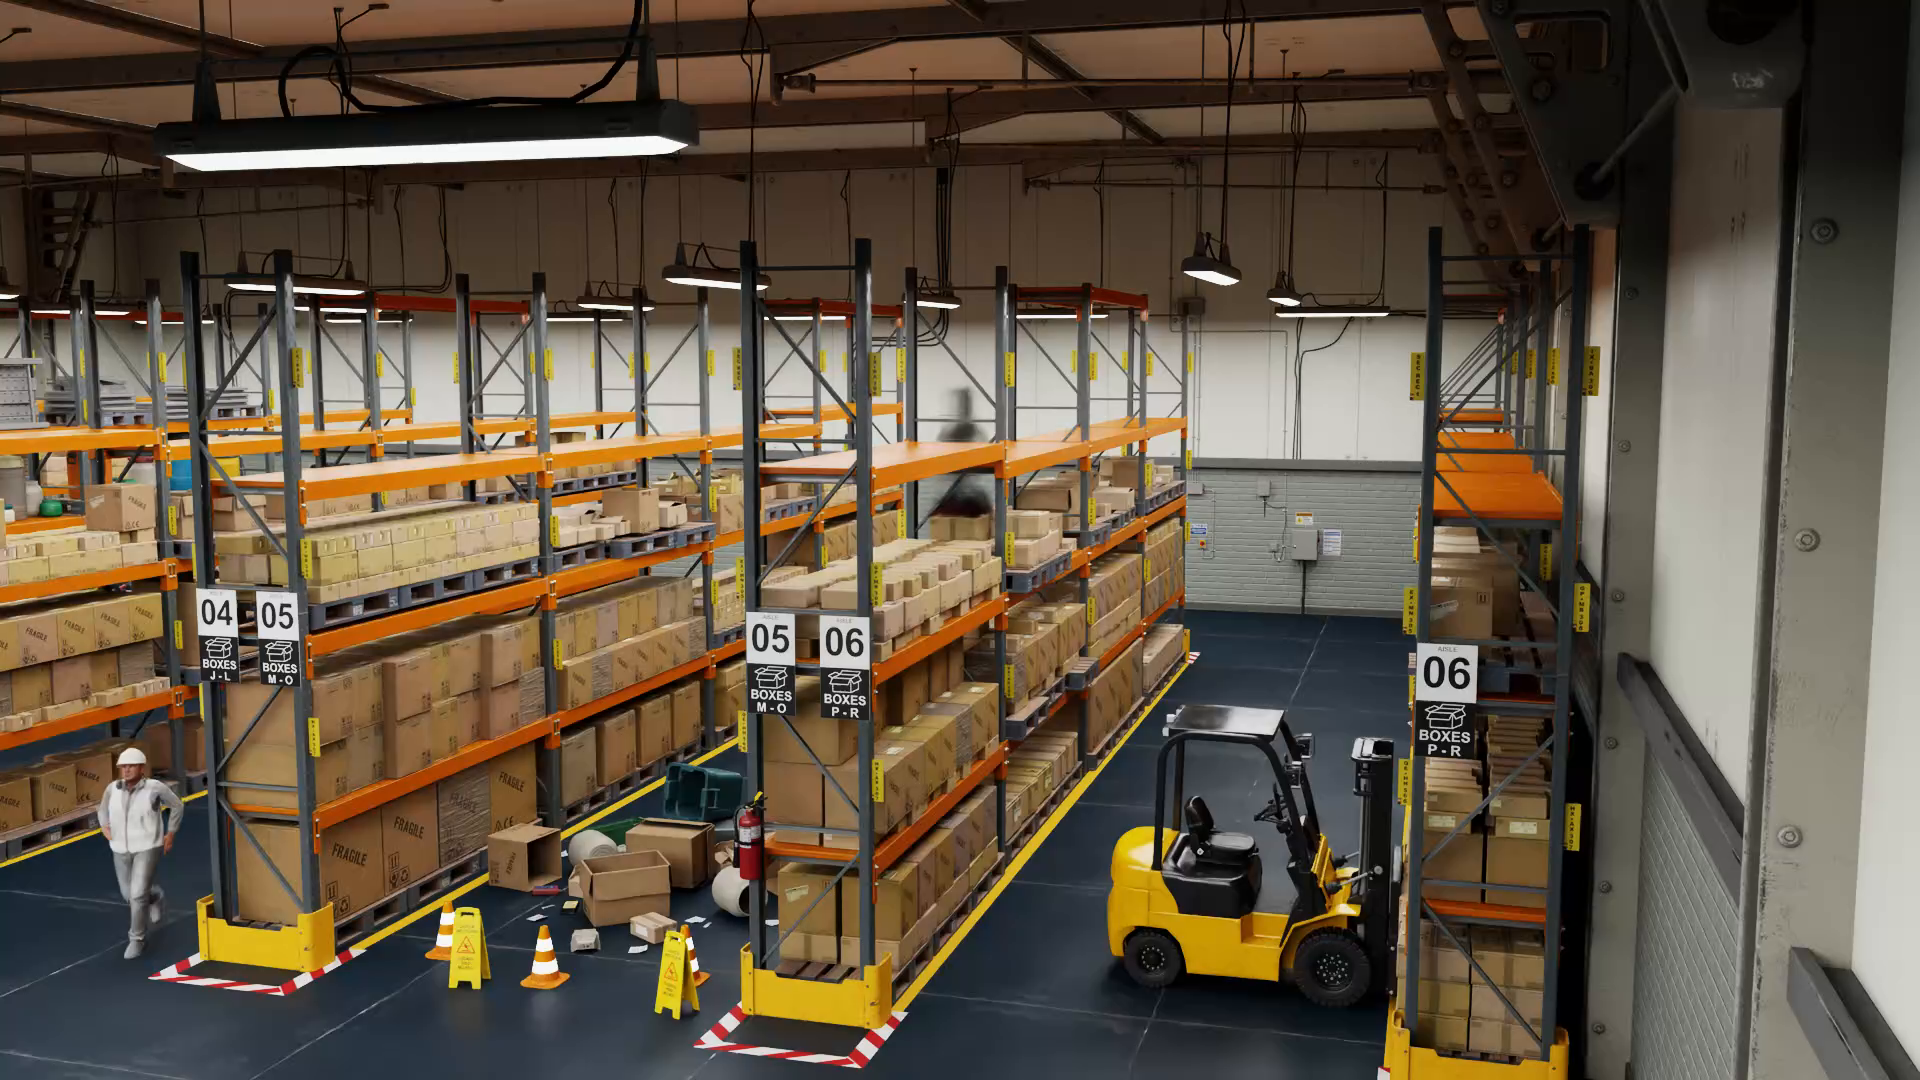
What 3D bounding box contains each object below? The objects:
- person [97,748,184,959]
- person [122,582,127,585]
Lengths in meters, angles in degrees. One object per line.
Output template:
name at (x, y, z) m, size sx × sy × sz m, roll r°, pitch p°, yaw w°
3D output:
person at (-7.185, 2.687, 14.562) m, size 0.695 × 1.780 × 0.815 m, roll 0°, pitch 6°, yaw 0°
person at (-14.001, 1.222, 28.130) m, size 0.510 × 1.570 × 0.636 m, roll 3°, pitch 7°, yaw 23°
